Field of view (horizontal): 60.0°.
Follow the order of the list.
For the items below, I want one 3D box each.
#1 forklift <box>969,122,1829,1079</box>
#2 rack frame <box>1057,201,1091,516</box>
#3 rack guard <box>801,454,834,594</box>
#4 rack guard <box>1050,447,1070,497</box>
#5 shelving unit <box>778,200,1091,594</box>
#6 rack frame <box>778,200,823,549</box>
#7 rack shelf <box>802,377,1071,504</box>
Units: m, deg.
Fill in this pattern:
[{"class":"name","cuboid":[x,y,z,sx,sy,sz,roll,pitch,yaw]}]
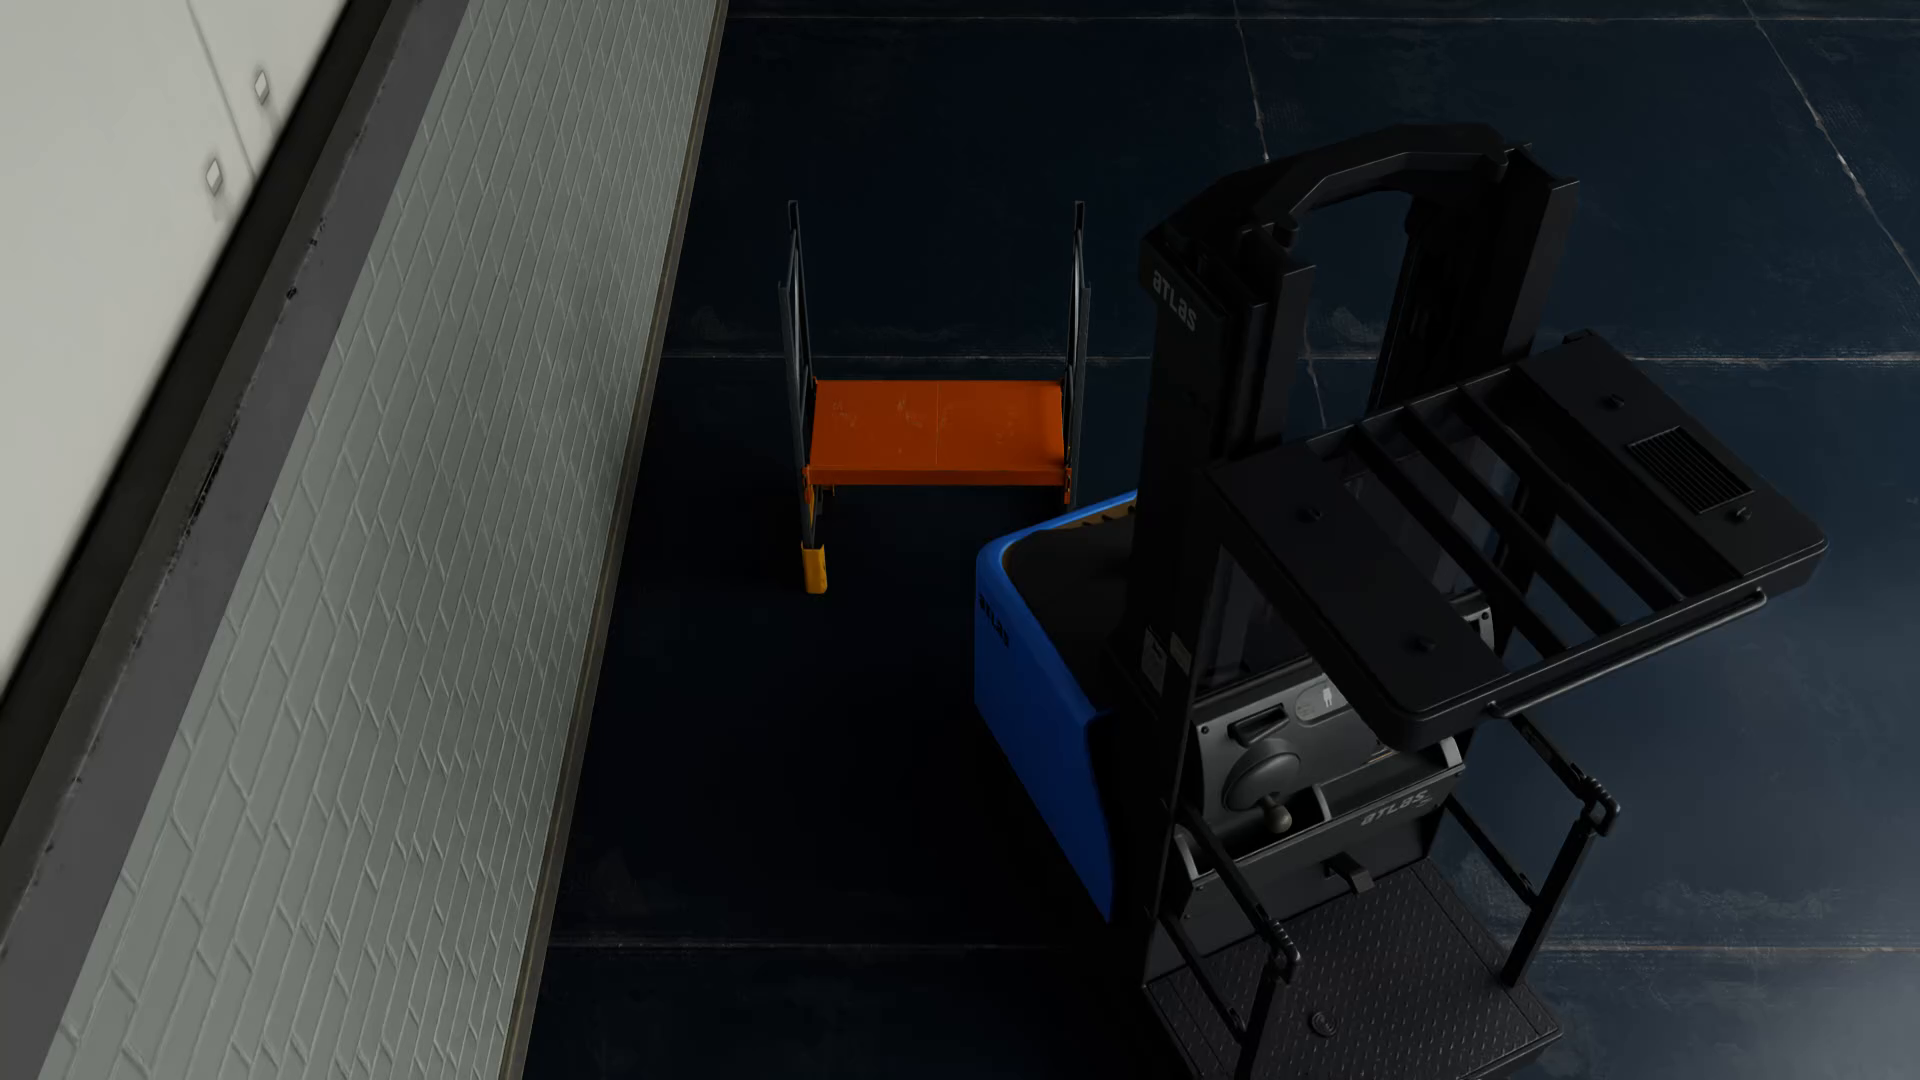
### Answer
[{"class":"forklift","cuboid":[1.125,0.572,4.296,1.130,2.935,3.031,-19,50,-17]},{"class":"rack frame","cuboid":[0.423,-0.510,6.281,0.032,1.500,0.500,0,47,0]},{"class":"rack guard","cuboid":[-0.574,-0.087,6.741,0.087,0.250,0.587,0,47,0]},{"class":"rack guard","cuboid":[0.422,-0.084,6.738,0.087,0.250,0.587,0,47,0]},{"class":"shelving unit","cuboid":[-0.076,-0.511,6.282,1.083,1.500,0.587,0,47,0]},{"class":"rack frame","cuboid":[-0.594,-0.513,6.283,0.032,1.500,0.500,0,47,0]},{"class":"rack shelf","cuboid":[-0.085,-0.389,6.414,1.000,0.185,0.538,0,47,0]}]
